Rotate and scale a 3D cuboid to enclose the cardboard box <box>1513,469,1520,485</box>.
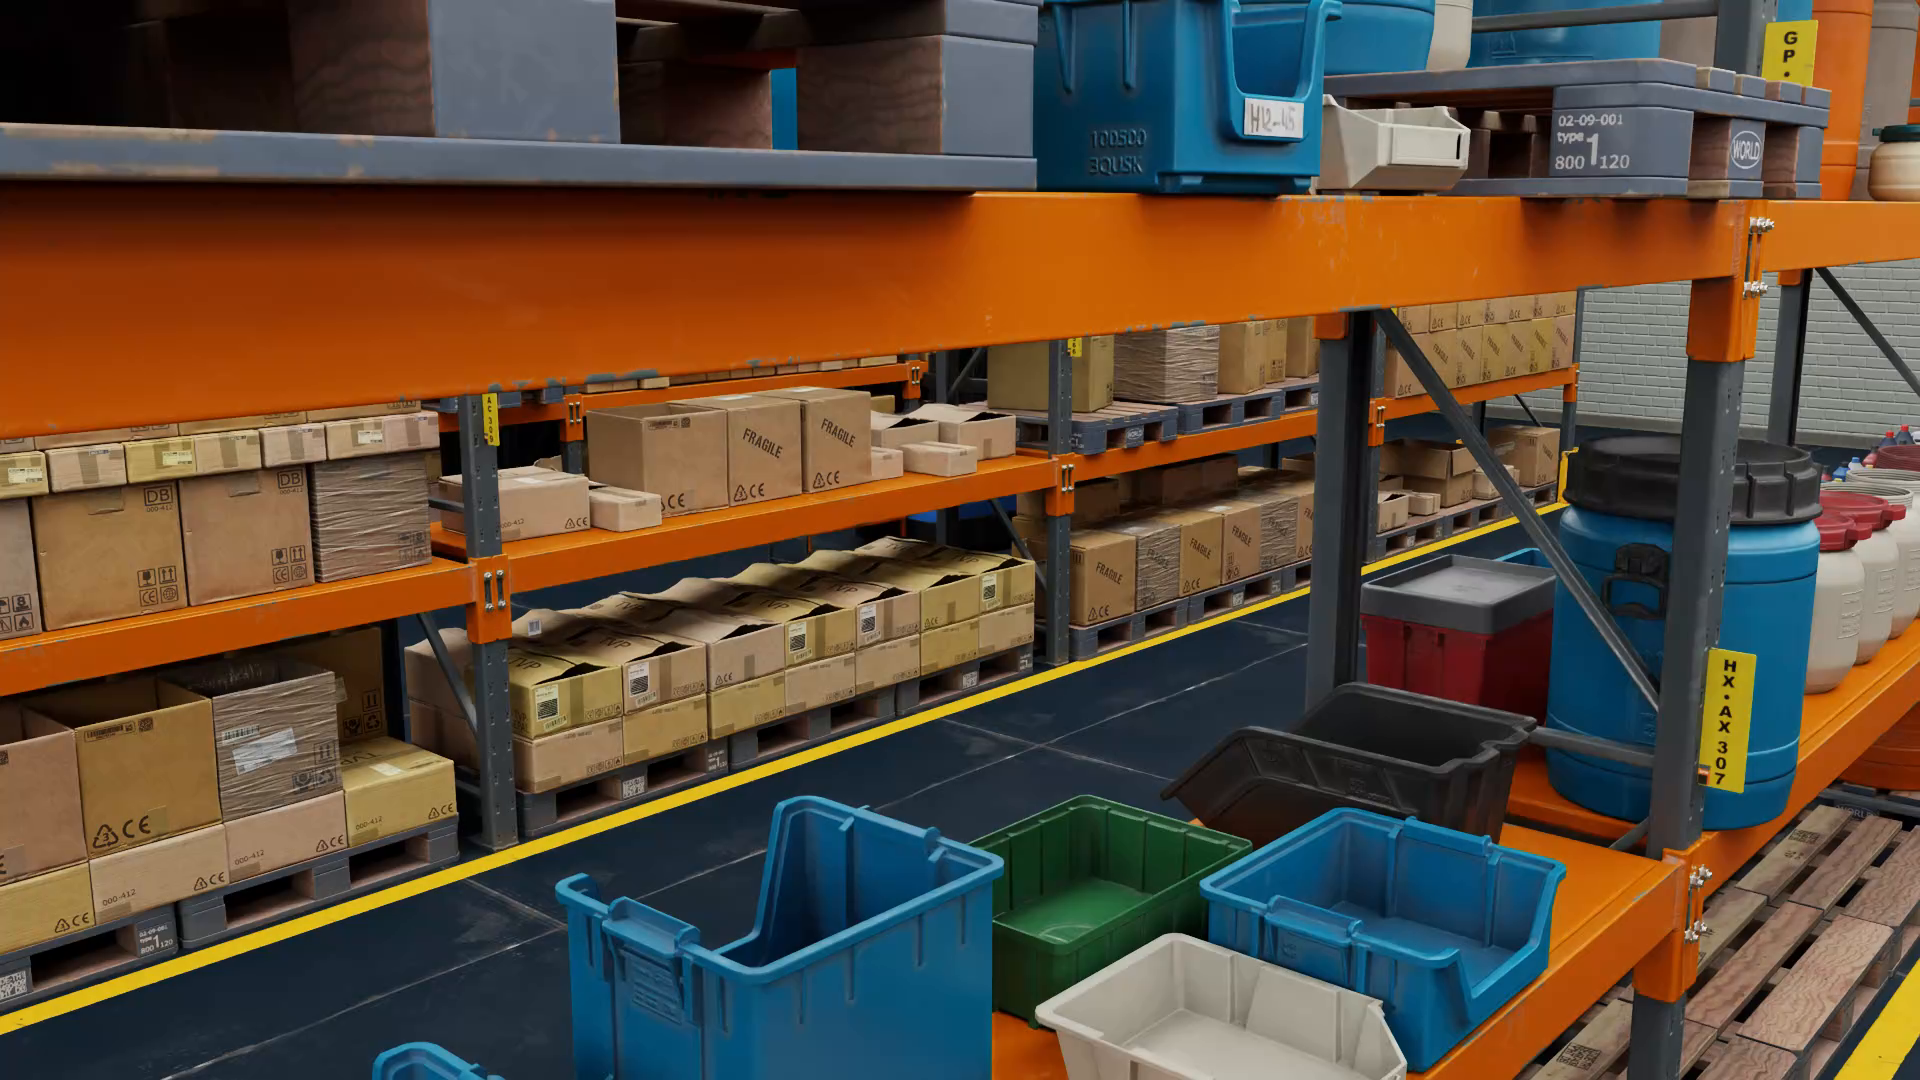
[{"bbox_3d":[5.034,-0.599,15.662,0.380,0.166,0.250,10,15,40],"label":"cardboard box"}]

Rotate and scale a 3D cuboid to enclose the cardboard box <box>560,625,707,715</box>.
[{"bbox_3d":[-1.584,0.599,8.070,0.500,0.311,0.500,10,15,40],"label":"cardboard box"}]

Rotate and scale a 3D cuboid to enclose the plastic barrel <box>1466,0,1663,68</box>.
[{"bbox_3d":[1.512,-1.346,4.351,0.600,0.901,0.708,10,15,40],"label":"plastic barrel"}]

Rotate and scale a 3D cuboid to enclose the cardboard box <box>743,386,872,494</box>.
[{"bbox_3d":[-0.834,-0.555,9.078,0.500,0.500,0.500,9,14,37],"label":"cardboard box"}]

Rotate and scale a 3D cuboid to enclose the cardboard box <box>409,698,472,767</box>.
[{"bbox_3d":[-2.323,0.877,8.109,0.500,0.250,0.500,10,15,40],"label":"cardboard box"}]

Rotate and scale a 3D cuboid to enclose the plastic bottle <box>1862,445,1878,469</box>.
[{"bbox_3d":[4.681,-0.340,8.553,0.061,0.283,0.133,10,15,40],"label":"plastic bottle"}]

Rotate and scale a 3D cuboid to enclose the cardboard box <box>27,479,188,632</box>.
[{"bbox_3d":[-3.344,0.002,6.288,0.700,0.500,0.500,10,15,41],"label":"cardboard box"}]

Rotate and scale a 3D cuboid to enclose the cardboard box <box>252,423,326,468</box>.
[{"bbox_3d":[-2.733,-0.391,6.600,0.380,0.149,0.250,9,15,39],"label":"cardboard box"}]

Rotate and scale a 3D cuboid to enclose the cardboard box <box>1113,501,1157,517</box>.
[{"bbox_3d":[1.045,0.011,11.758,0.500,0.500,0.500,9,14,38],"label":"cardboard box"}]

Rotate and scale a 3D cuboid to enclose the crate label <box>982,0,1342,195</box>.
[{"bbox_3d":[0.183,-0.568,2.118,0.502,0.251,0.408,10,15,40],"label":"crate label"}]

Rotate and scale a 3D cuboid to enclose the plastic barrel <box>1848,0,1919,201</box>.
[{"bbox_3d":[3.275,-1.738,6.318,0.600,0.901,0.600,0,11,0],"label":"plastic barrel"}]

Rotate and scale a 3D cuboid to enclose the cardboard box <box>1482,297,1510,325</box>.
[{"bbox_3d":[4.445,-2.144,14.478,0.500,0.500,0.500,10,15,42],"label":"cardboard box"}]

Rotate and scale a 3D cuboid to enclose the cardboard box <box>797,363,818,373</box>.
[{"bbox_3d":[-1.527,-1.638,15.343,0.380,0.149,0.250,10,15,40],"label":"cardboard box"}]

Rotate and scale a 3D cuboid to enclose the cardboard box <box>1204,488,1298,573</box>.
[{"bbox_3d":[2.128,-0.079,12.206,0.500,0.500,0.500,10,15,41],"label":"cardboard box"}]

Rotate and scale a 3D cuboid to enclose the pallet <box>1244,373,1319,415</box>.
[{"bbox_3d":[2.293,-1.146,12.782,1.003,0.211,1.213,10,15,40],"label":"pallet"}]

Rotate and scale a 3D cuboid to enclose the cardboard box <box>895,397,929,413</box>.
[{"bbox_3d":[-0.495,-1.383,17.131,0.380,0.149,0.250,10,15,40],"label":"cardboard box"}]

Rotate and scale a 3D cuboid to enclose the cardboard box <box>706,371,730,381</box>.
[{"bbox_3d":[-2.242,-1.493,14.620,0.380,0.149,0.250,10,15,41],"label":"cardboard box"}]

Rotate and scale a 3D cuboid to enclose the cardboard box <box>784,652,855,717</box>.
[{"bbox_3d":[-0.912,0.722,8.886,0.500,0.250,0.500,10,15,41],"label":"cardboard box"}]

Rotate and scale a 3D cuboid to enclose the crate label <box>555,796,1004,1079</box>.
[{"bbox_3d":[-0.289,0.740,2.760,0.502,0.435,0.616,10,15,40],"label":"crate label"}]

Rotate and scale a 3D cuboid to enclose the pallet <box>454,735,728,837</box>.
[{"bbox_3d":[-1.922,1.087,8.229,1.003,0.211,1.213,10,15,40],"label":"pallet"}]

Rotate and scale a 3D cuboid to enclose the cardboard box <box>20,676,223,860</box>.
[{"bbox_3d":[-3.187,0.850,6.328,0.500,0.500,0.500,10,15,40],"label":"cardboard box"}]

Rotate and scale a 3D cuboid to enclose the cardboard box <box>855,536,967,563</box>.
[{"bbox_3d":[-0.305,0.151,10.312,0.500,0.311,0.500,10,15,42],"label":"cardboard box"}]

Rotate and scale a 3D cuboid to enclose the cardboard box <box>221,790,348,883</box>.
[{"bbox_3d":[-2.858,1.144,6.771,0.500,0.250,0.500,10,15,40],"label":"cardboard box"}]

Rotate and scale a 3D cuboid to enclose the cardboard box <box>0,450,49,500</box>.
[{"bbox_3d":[-3.410,-0.240,5.844,0.380,0.149,0.250,10,15,42],"label":"cardboard box"}]

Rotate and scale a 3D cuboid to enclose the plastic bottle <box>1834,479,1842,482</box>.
[{"bbox_3d":[4.233,-0.195,8.034,0.097,0.201,0.097,0,11,0],"label":"plastic bottle"}]

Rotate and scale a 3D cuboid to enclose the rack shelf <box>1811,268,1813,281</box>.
[{"bbox_3d":[5.300,-1.527,8.375,1.077,0.370,4.000,10,15,40],"label":"rack shelf"}]

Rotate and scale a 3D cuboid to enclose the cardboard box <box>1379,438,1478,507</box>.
[{"bbox_3d":[4.139,-0.612,14.870,0.797,0.503,0.637,10,15,40],"label":"cardboard box"}]

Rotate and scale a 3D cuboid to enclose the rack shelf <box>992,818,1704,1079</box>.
[{"bbox_3d":[0.019,1.121,2.776,1.077,0.370,4.000,10,15,40],"label":"rack shelf"}]

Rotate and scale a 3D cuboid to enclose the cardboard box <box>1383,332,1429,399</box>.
[{"bbox_3d":[3.443,-1.433,13.470,0.500,0.500,0.500,10,15,42],"label":"cardboard box"}]

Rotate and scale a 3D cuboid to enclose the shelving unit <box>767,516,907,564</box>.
[{"bbox_3d":[-0.974,-0.372,13.202,1.048,1.125,0.538,-11,16,-43],"label":"shelving unit"}]

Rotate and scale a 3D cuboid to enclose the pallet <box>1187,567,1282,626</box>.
[{"bbox_3d":[1.588,0.329,12.028,1.003,0.211,1.213,10,15,40],"label":"pallet"}]

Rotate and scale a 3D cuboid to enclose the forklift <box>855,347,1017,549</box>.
[{"bbox_3d":[0.523,-1.537,14.423,3.031,2.935,1.130,-11,16,-43],"label":"forklift"}]

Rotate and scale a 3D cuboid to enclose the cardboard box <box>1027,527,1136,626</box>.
[{"bbox_3d":[0.777,0.225,10.687,0.500,0.500,0.500,11,15,43],"label":"cardboard box"}]

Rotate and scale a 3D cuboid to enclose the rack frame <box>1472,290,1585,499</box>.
[{"bbox_3d":[5.543,-1.932,16.228,1.000,3.000,0.127,10,15,40],"label":"rack frame"}]

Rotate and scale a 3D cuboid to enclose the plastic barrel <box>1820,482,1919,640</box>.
[{"bbox_3d":[3.183,0.072,5.908,0.421,0.512,0.421,0,11,0],"label":"plastic barrel"}]

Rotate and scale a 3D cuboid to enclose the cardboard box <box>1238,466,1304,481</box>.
[{"bbox_3d":[2.400,-0.294,13.284,0.500,0.500,0.500,9,14,38],"label":"cardboard box"}]

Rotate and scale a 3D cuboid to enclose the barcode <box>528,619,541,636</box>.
[{"bbox_3d":[-1.897,0.389,7.414,0.001,0.075,0.075,10,15,40],"label":"barcode"}]

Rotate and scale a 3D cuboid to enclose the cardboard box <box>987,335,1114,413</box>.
[{"bbox_3d":[0.593,-1.118,10.821,0.700,0.500,0.500,4,12,21],"label":"cardboard box"}]

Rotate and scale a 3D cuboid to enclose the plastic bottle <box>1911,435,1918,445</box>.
[{"bbox_3d":[5.167,-0.437,9.070,0.097,0.271,0.097,0,11,0],"label":"plastic bottle"}]

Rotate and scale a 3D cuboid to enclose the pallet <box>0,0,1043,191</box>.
[{"bbox_3d":[-0.681,-0.425,1.503,1.003,0.211,1.213,10,15,40],"label":"pallet"}]

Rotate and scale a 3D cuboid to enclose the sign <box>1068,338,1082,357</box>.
[{"bbox_3d":[0.681,-1.252,9.864,0.100,0.325,0.005,10,15,40],"label":"sign"}]

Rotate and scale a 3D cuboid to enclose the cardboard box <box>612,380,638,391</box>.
[{"bbox_3d":[-2.898,-1.336,13.834,0.380,0.149,0.250,10,15,41],"label":"cardboard box"}]

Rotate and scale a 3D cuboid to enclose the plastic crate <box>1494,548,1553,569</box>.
[{"bbox_3d":[1.834,0.279,5.194,0.392,0.384,0.575,10,15,40],"label":"plastic crate"}]

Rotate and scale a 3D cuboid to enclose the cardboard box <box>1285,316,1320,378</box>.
[{"bbox_3d":[2.421,-1.558,13.026,0.700,0.500,0.500,4,12,21],"label":"cardboard box"}]

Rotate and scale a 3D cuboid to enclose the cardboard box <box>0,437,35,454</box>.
[{"bbox_3d":[-3.661,-0.564,5.811,0.700,0.500,0.500,10,15,40],"label":"cardboard box"}]

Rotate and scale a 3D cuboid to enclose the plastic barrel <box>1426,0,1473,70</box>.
[{"bbox_3d":[0.908,-1.220,3.643,0.421,0.512,0.421,0,11,0],"label":"plastic barrel"}]

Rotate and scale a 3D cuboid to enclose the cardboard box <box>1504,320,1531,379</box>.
[{"bbox_3d":[4.778,-1.731,14.963,0.500,0.500,0.500,10,15,41],"label":"cardboard box"}]

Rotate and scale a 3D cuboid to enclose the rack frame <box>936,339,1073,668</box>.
[{"bbox_3d":[0.262,-0.755,10.335,1.000,3.000,0.127,10,15,40],"label":"rack frame"}]

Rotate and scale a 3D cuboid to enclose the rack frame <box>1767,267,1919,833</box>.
[{"bbox_3d":[3.980,-0.114,7.125,1.000,3.000,0.127,10,15,40],"label":"rack frame"}]

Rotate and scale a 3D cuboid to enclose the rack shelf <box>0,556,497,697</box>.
[{"bbox_3d":[-3.699,0.480,5.985,1.077,0.370,4.000,10,15,40],"label":"rack shelf"}]

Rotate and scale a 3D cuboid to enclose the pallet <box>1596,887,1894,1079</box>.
[{"bbox_3d":[2.634,1.541,5.958,1.003,0.211,1.213,10,15,40],"label":"pallet"}]

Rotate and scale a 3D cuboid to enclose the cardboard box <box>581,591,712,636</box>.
[{"bbox_3d":[-1.657,0.453,8.799,0.500,0.311,0.500,10,15,40],"label":"cardboard box"}]

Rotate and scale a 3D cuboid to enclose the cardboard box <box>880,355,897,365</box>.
[{"bbox_3d":[-0.832,-1.784,16.075,0.380,0.149,0.250,10,15,41],"label":"cardboard box"}]

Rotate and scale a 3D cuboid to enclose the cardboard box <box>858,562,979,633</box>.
[{"bbox_3d":[-0.237,0.298,9.576,0.500,0.311,0.500,9,15,39],"label":"cardboard box"}]

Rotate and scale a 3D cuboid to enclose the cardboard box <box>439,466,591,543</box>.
[{"bbox_3d":[-2.086,-0.171,7.794,0.500,0.250,0.500,11,16,44],"label":"cardboard box"}]

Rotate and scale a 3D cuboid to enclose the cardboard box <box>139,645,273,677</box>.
[{"bbox_3d":[-3.244,0.710,7.031,0.500,0.500,0.500,10,15,40],"label":"cardboard box"}]
